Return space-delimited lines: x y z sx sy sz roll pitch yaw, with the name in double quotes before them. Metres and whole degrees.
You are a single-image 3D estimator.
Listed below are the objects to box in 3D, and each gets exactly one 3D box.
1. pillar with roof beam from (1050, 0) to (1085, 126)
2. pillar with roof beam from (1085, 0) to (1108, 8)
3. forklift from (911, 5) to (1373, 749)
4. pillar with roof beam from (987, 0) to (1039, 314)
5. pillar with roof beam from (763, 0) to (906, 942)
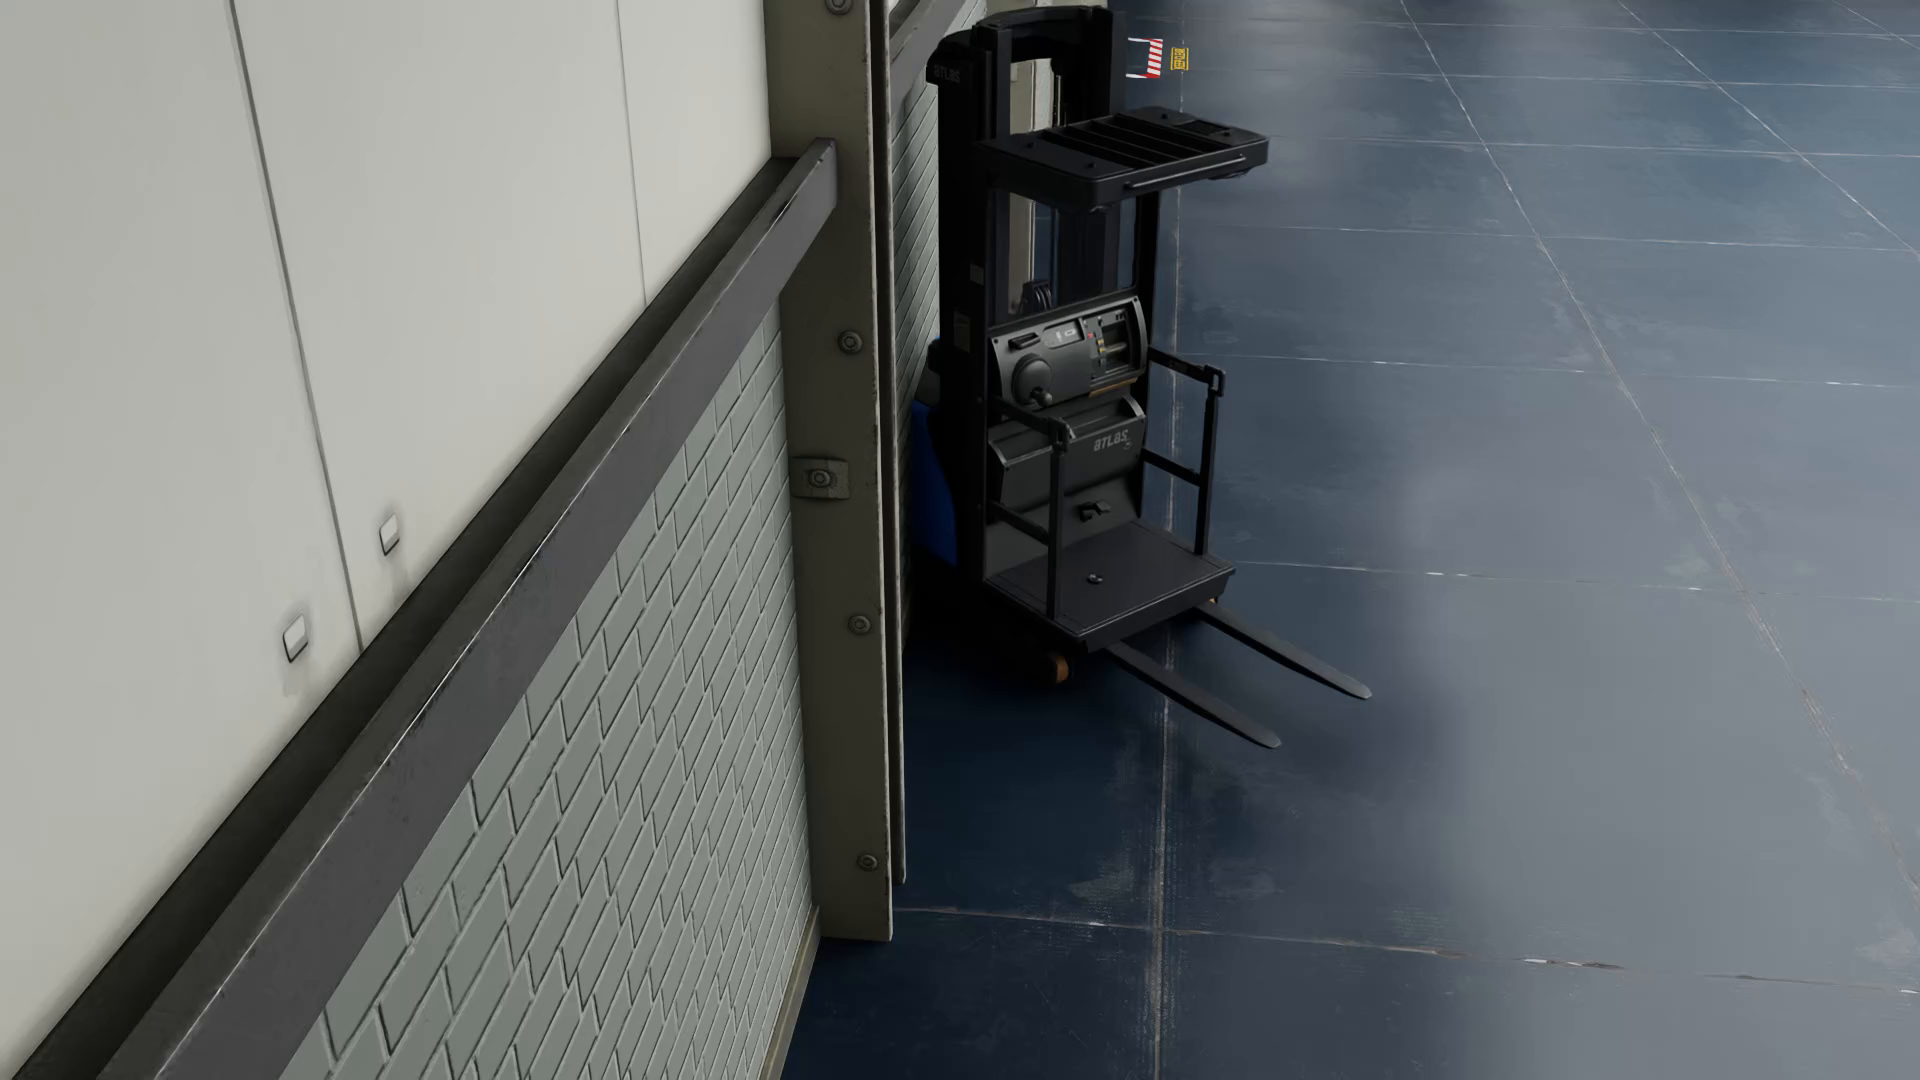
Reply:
"pillar with roof beam" 5.347 -7.919 14.462 9.100 9.000 0.400 3 28 6
"pillar with roof beam" 6.082 -10.744 19.704 9.100 9.000 0.400 3 28 6
"forklift" 0.659 -0.861 7.758 1.130 2.935 3.031 -21 35 -33
"pillar with roof beam" 4.612 -5.095 9.219 9.100 9.000 0.400 3 28 6
"pillar with roof beam" 3.876 -2.271 3.977 9.100 9.000 0.400 3 28 6
